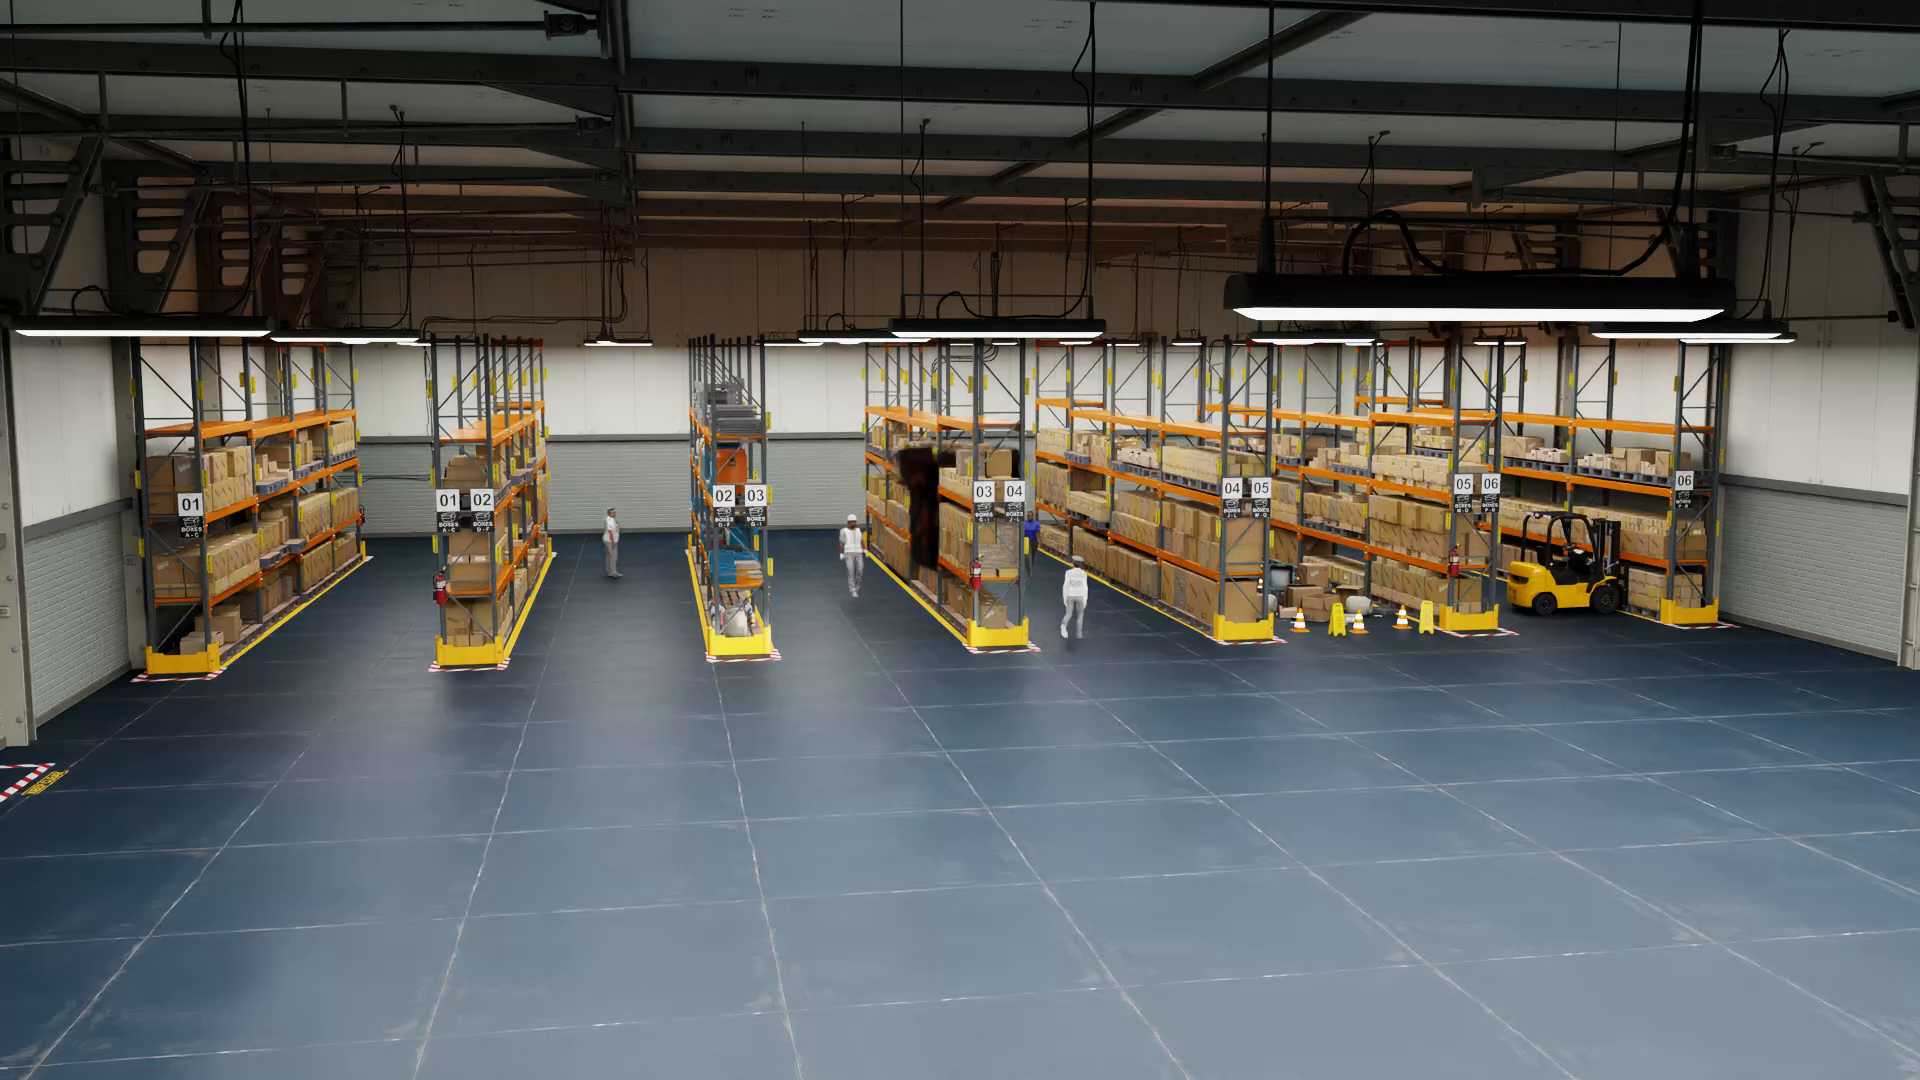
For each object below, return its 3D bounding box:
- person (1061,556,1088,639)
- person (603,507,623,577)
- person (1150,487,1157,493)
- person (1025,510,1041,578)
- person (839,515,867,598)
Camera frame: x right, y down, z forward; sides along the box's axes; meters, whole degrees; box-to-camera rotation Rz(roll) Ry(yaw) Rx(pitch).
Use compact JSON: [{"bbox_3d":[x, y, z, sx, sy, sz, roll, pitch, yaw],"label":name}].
[{"bbox_3d":[2.269,1.149,32.760,0.479,1.658,0.675,3,7,22],"label":"person"},{"bbox_3d":[-8.742,0.044,41.842,0.452,1.761,0.606,-2,7,-19],"label":"person"},{"bbox_3d":[5.835,-0.865,50.472,0.448,1.602,0.382,-1,7,-10],"label":"person"},{"bbox_3d":[1.715,0.100,39.865,0.434,1.565,0.982,-2,7,-14],"label":"person"},{"bbox_3d":[-2.354,0.348,37.058,0.593,1.782,0.713,-3,7,-22],"label":"person"}]
